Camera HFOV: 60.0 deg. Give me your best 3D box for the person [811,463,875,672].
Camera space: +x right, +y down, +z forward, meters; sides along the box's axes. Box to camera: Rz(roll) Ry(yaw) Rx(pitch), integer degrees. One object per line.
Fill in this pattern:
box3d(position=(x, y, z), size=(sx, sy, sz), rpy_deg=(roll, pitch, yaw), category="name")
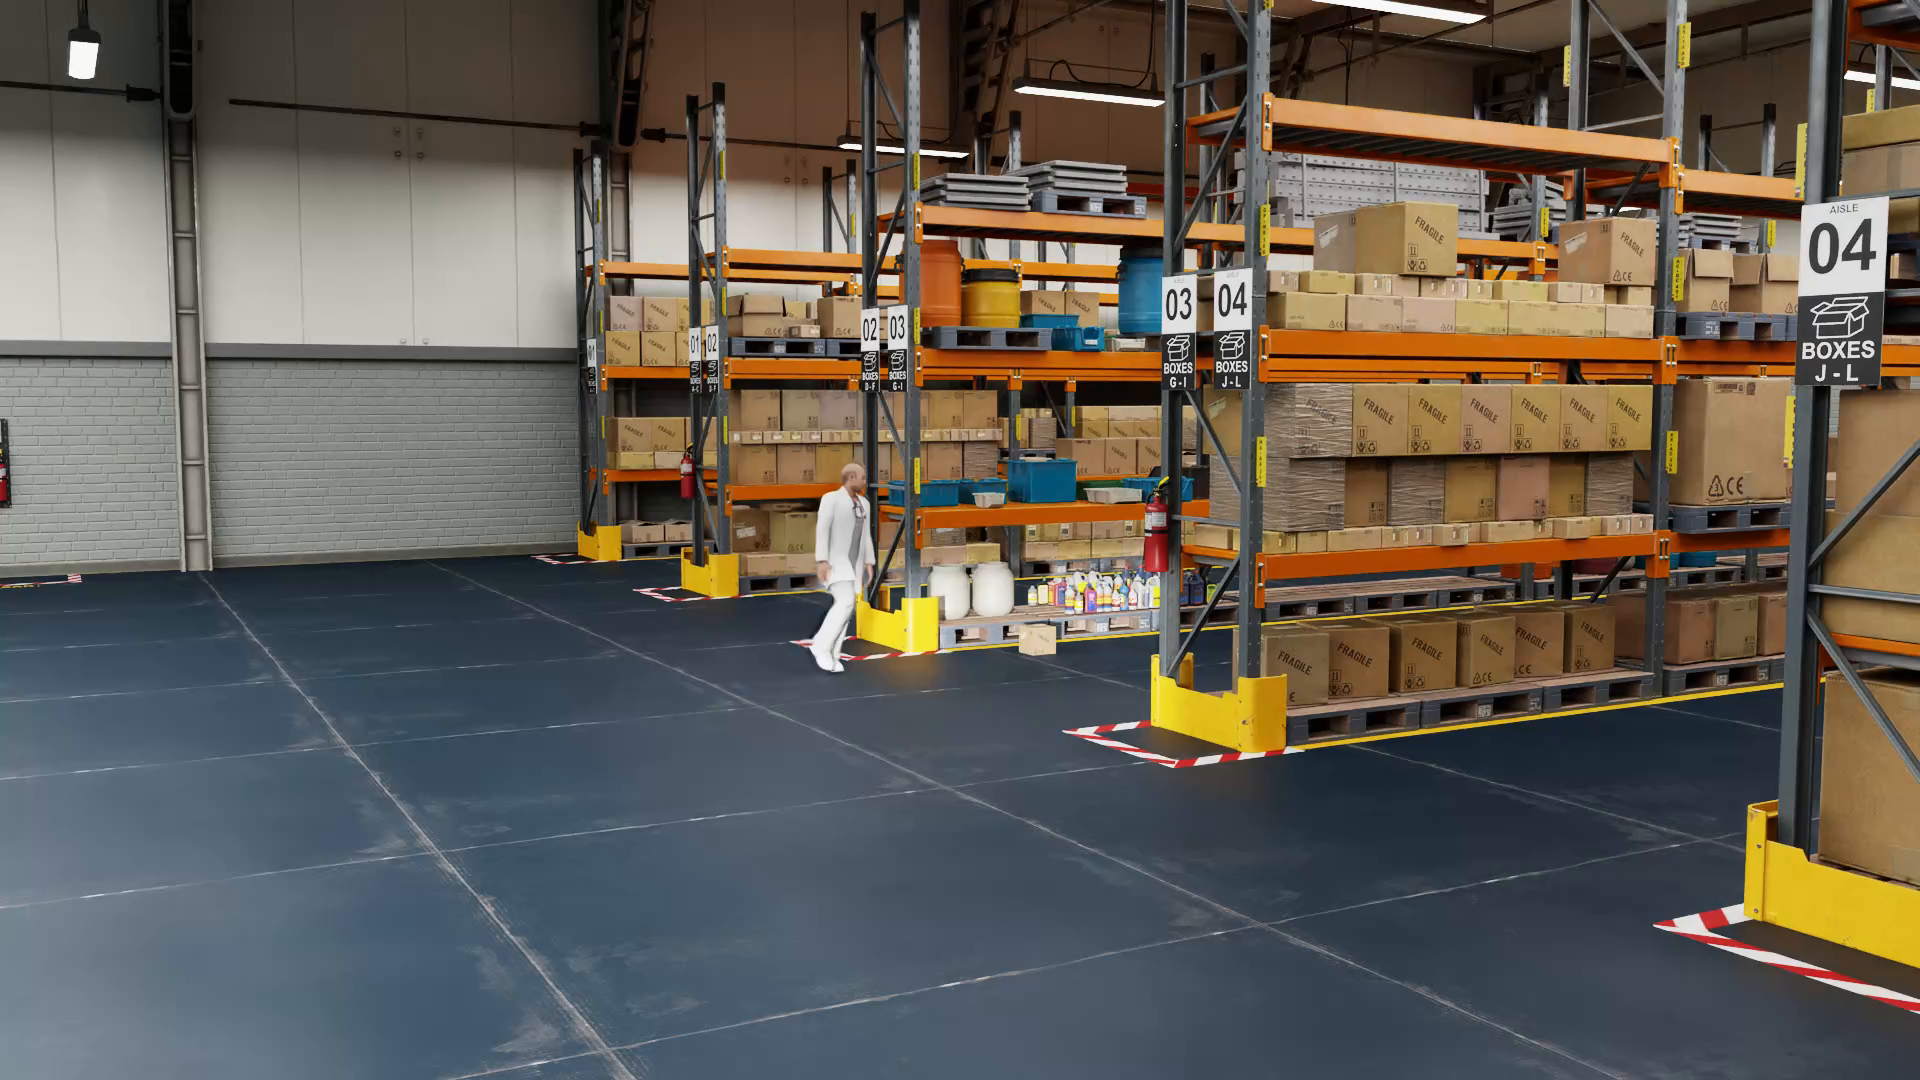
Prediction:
box3d(position=(-0.979, 0.232, 14.254), size=(0.466, 1.768, 0.693), rpy_deg=(5, 7, 43), category="person")
